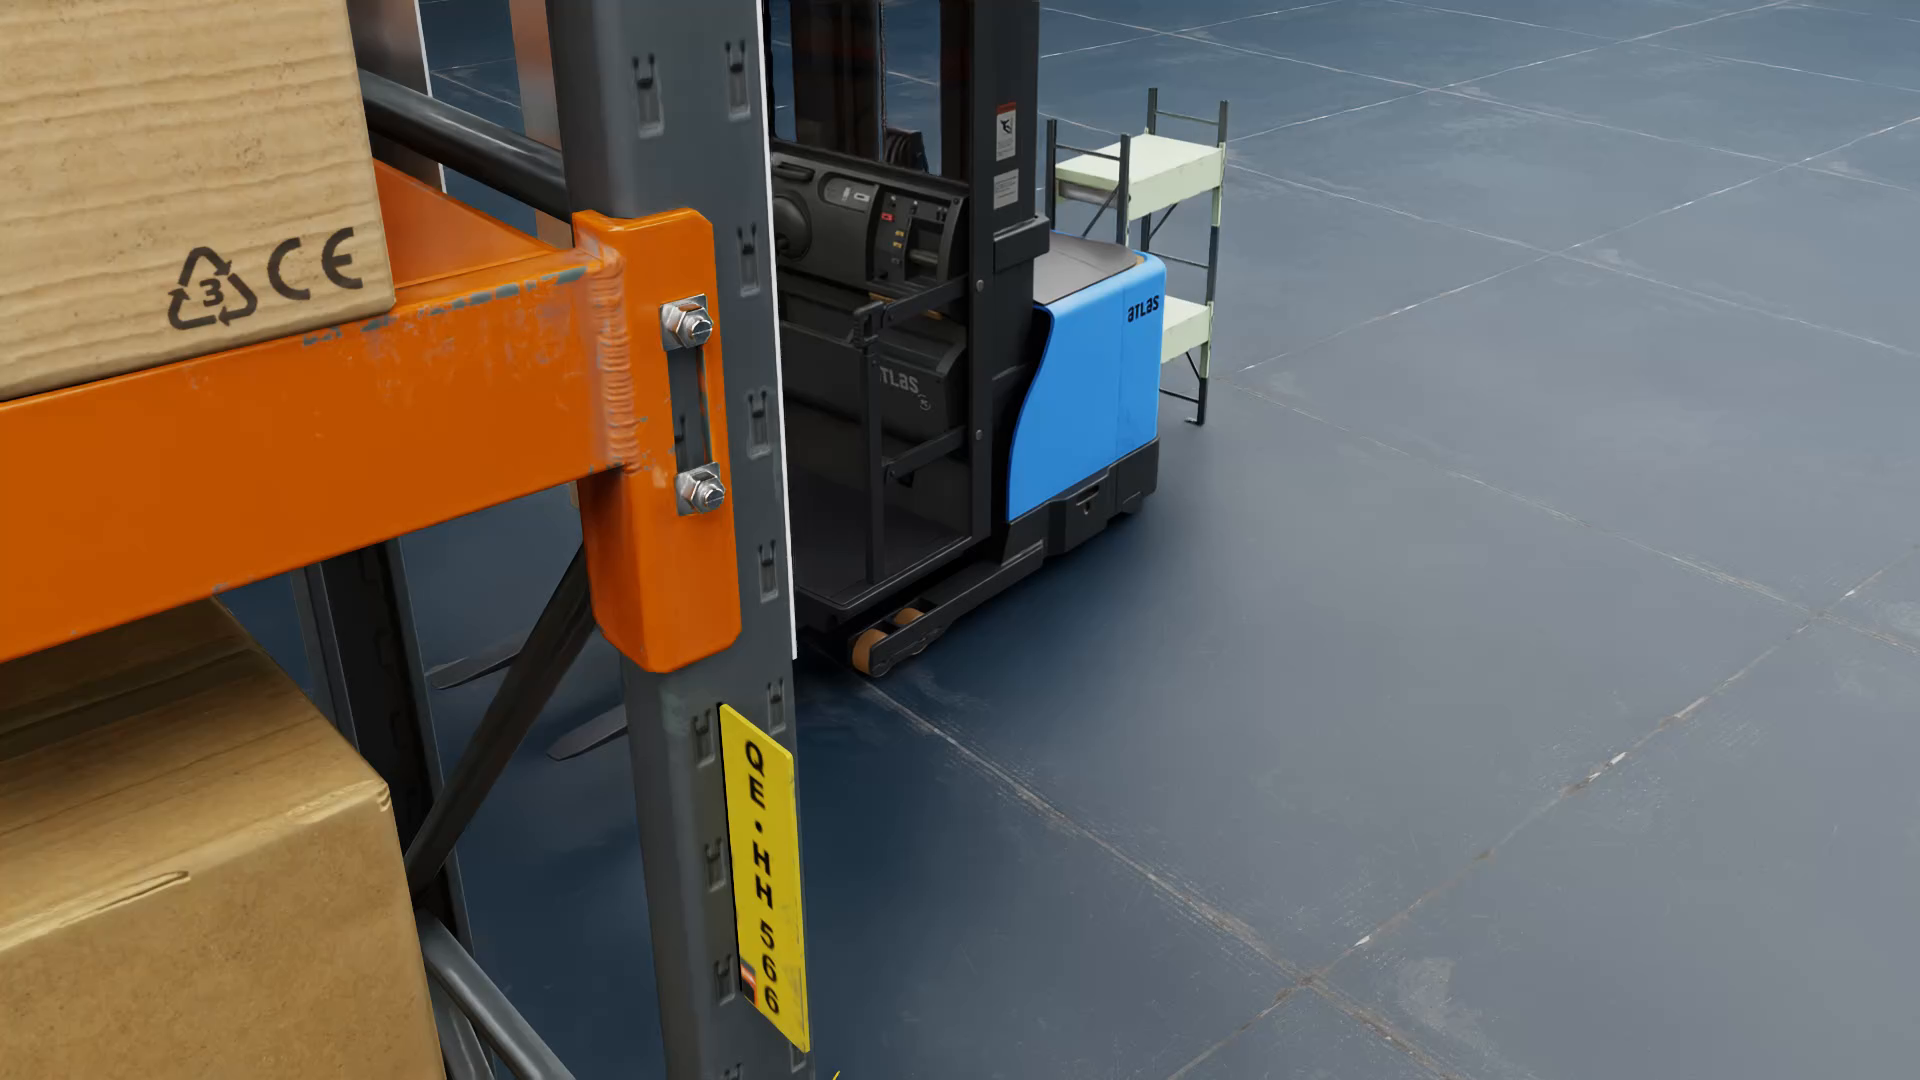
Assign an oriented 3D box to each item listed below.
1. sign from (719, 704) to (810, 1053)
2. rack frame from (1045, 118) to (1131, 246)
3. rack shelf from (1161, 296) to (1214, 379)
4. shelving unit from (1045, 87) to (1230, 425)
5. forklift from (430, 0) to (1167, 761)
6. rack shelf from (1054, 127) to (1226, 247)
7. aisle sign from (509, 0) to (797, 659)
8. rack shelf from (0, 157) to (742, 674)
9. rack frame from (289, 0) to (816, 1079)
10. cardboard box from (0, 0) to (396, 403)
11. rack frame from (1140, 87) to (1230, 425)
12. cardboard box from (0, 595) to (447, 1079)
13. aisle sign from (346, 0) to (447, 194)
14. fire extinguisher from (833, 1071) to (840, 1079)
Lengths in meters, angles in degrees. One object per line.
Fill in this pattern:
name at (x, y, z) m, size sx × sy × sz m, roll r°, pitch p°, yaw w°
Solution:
sign at (-0.169, 0.299, 1.445) m, size 0.005 × 0.325 × 0.100 m, roll -22°, pitch 35°, yaw -35°
rack frame at (0.515, -0.996, 7.023) m, size 0.400 × 1.500 × 0.023 m, roll 22°, pitch 35°, yaw 35°
rack shelf at (0.751, -0.841, 7.424) m, size 0.431 × 0.370 × 0.720 m, roll 22°, pitch 35°, yaw 35°
shelving unit at (0.751, -1.128, 7.270) m, size 0.431 × 1.500 × 0.755 m, roll 22°, pitch 35°, yaw 35°
forklift at (-0.499, -1.077, 5.656) m, size 1.130 × 2.935 × 3.031 m, roll 22°, pitch 35°, yaw 35°
rack shelf at (0.751, -1.473, 7.086) m, size 0.431 × 0.370 × 0.720 m, roll 22°, pitch 35°, yaw 35°
aisle sign at (-0.272, -0.314, 1.397) m, size 0.004 × 0.787 × 0.394 m, roll -22°, pitch 35°, yaw -35°
rack shelf at (-2.035, 0.350, 0.494) m, size 4.000 × 0.370 × 1.077 m, roll -22°, pitch 35°, yaw -35°
rack frame at (-0.516, 0.743, 2.178) m, size 0.053 × 2.616 × 0.949 m, roll -22°, pitch 35°, yaw -35°
cardboard box at (-0.715, -0.275, 1.058) m, size 0.500 × 0.250 × 0.500 m, roll -21°, pitch 35°, yaw -34°
rack frame at (0.986, -1.261, 7.517) m, size 0.400 × 1.500 × 0.023 m, roll 22°, pitch 35°, yaw 35°
cardboard box at (-0.772, 0.384, 1.366) m, size 0.500 × 0.500 × 0.500 m, roll -22°, pitch 35°, yaw -35°
aisle sign at (-0.661, -0.529, 1.800) m, size 0.004 × 0.787 × 0.394 m, roll -22°, pitch 35°, yaw -35°
fire extinguisher at (-0.127, 0.908, 1.950) m, size 0.183 × 0.674 × 0.296 m, roll -22°, pitch 35°, yaw -35°
